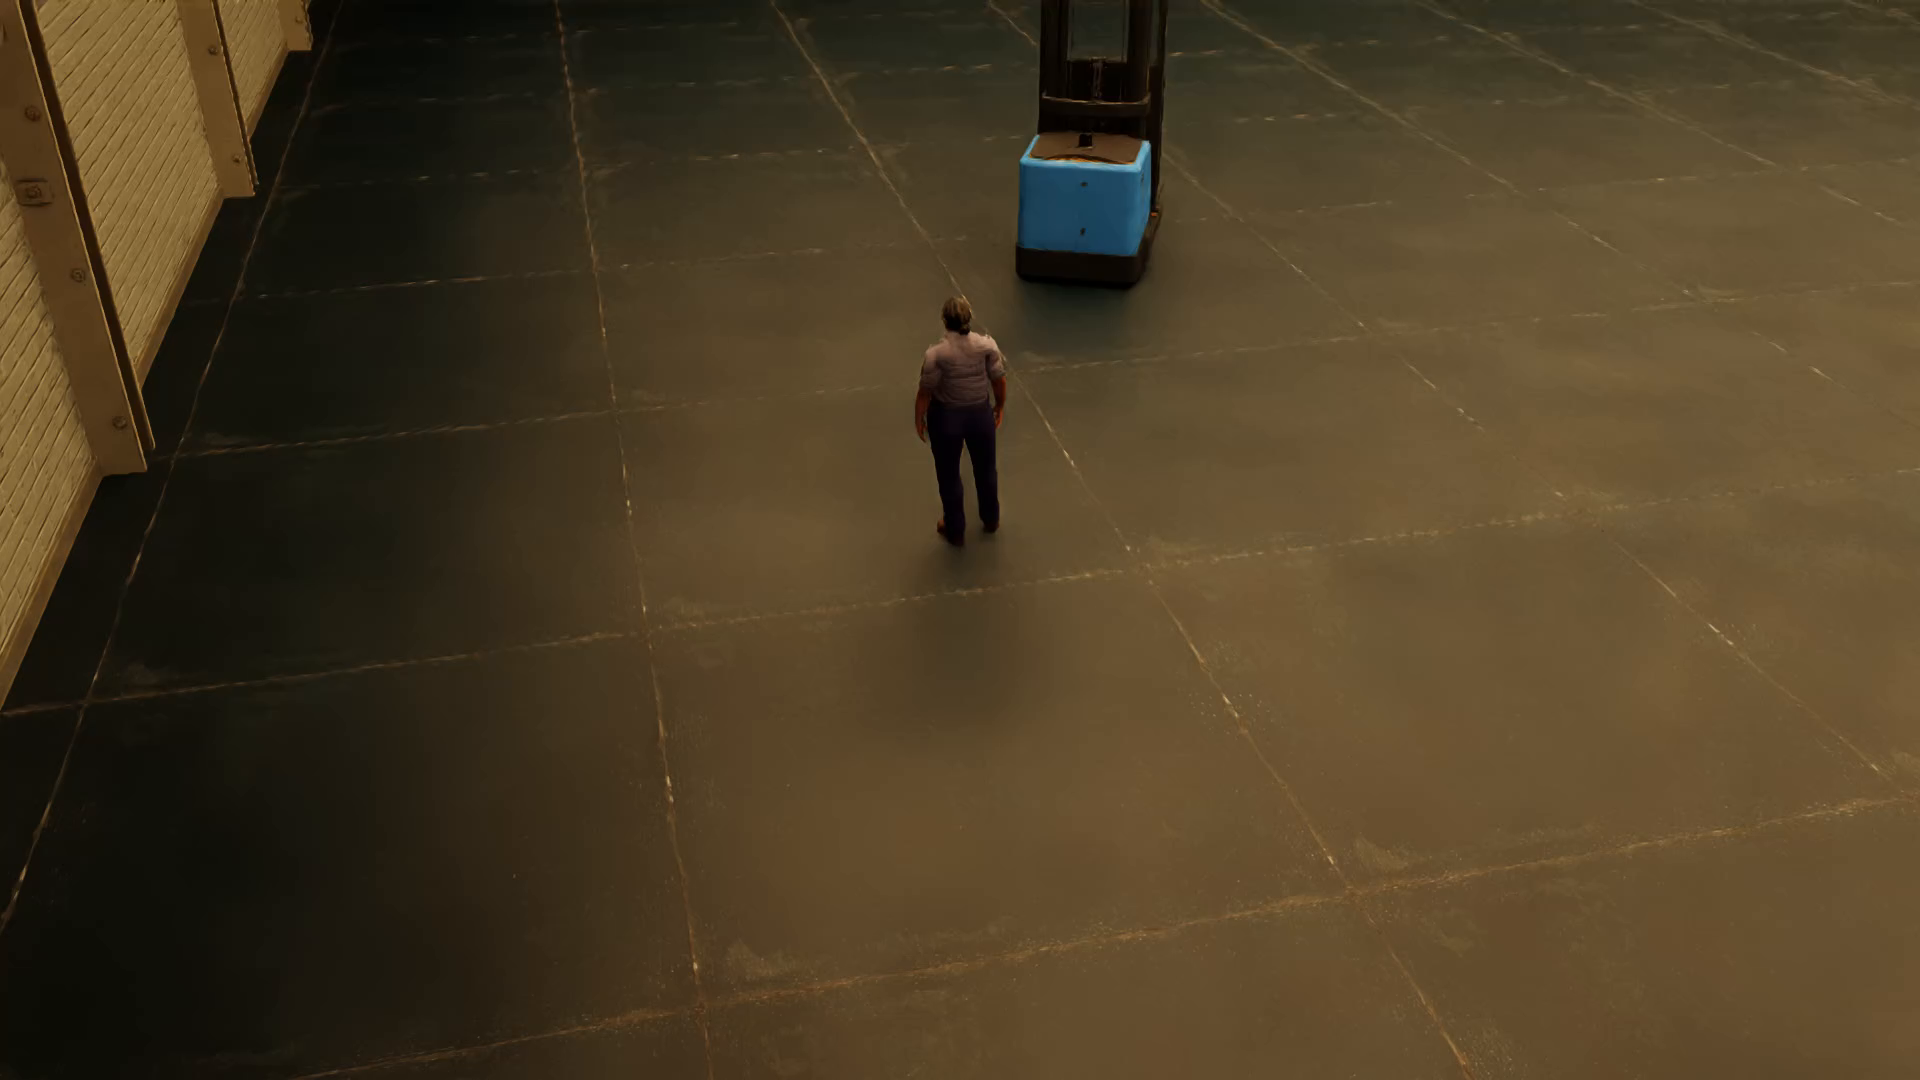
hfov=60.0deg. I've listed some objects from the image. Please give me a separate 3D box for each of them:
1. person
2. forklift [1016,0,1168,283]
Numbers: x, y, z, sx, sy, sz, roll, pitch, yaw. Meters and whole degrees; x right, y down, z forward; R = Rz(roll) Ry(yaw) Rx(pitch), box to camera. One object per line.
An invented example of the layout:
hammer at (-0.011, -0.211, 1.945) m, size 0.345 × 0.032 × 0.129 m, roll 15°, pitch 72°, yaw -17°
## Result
person at (0.001, -0.766, 10.164) m, size 0.599 × 1.650 × 0.502 m, roll -7°, pitch 31°, yaw -12°
forklift at (1.293, -4.181, 14.797) m, size 1.130 × 2.935 × 3.031 m, roll 6°, pitch 31°, yaw 10°
